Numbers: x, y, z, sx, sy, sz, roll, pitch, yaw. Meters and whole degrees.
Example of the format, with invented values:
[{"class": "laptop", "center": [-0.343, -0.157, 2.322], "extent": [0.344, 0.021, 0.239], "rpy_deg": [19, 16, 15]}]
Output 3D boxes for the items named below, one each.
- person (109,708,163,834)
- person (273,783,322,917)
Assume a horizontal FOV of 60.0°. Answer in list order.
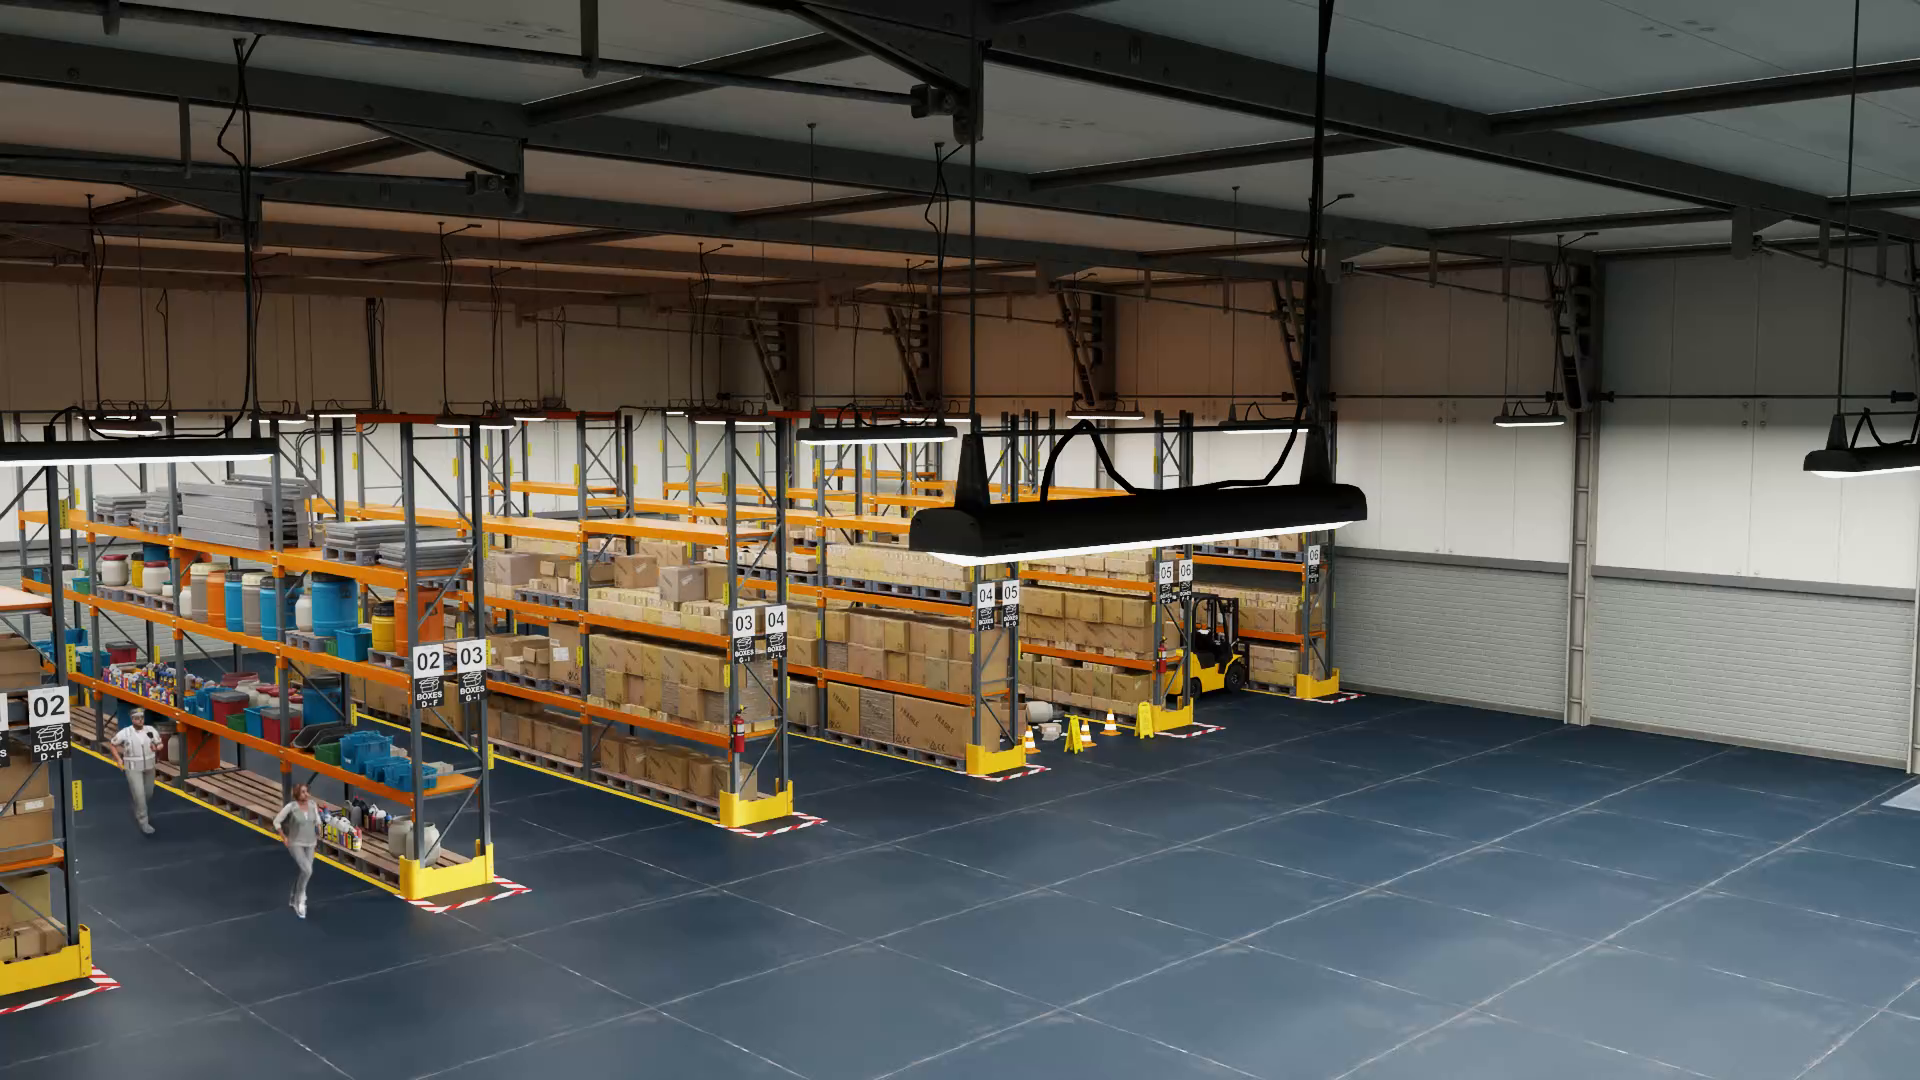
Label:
[{"class": "person", "center": [-11.965, 3.317, 24.261], "extent": [0.989, 1.768, 0.662], "rpy_deg": [4, 7, 41]}, {"class": "person", "center": [-8.063, 3.781, 20.434], "extent": [0.545, 1.598, 0.537], "rpy_deg": [4, 6, 37]}]
